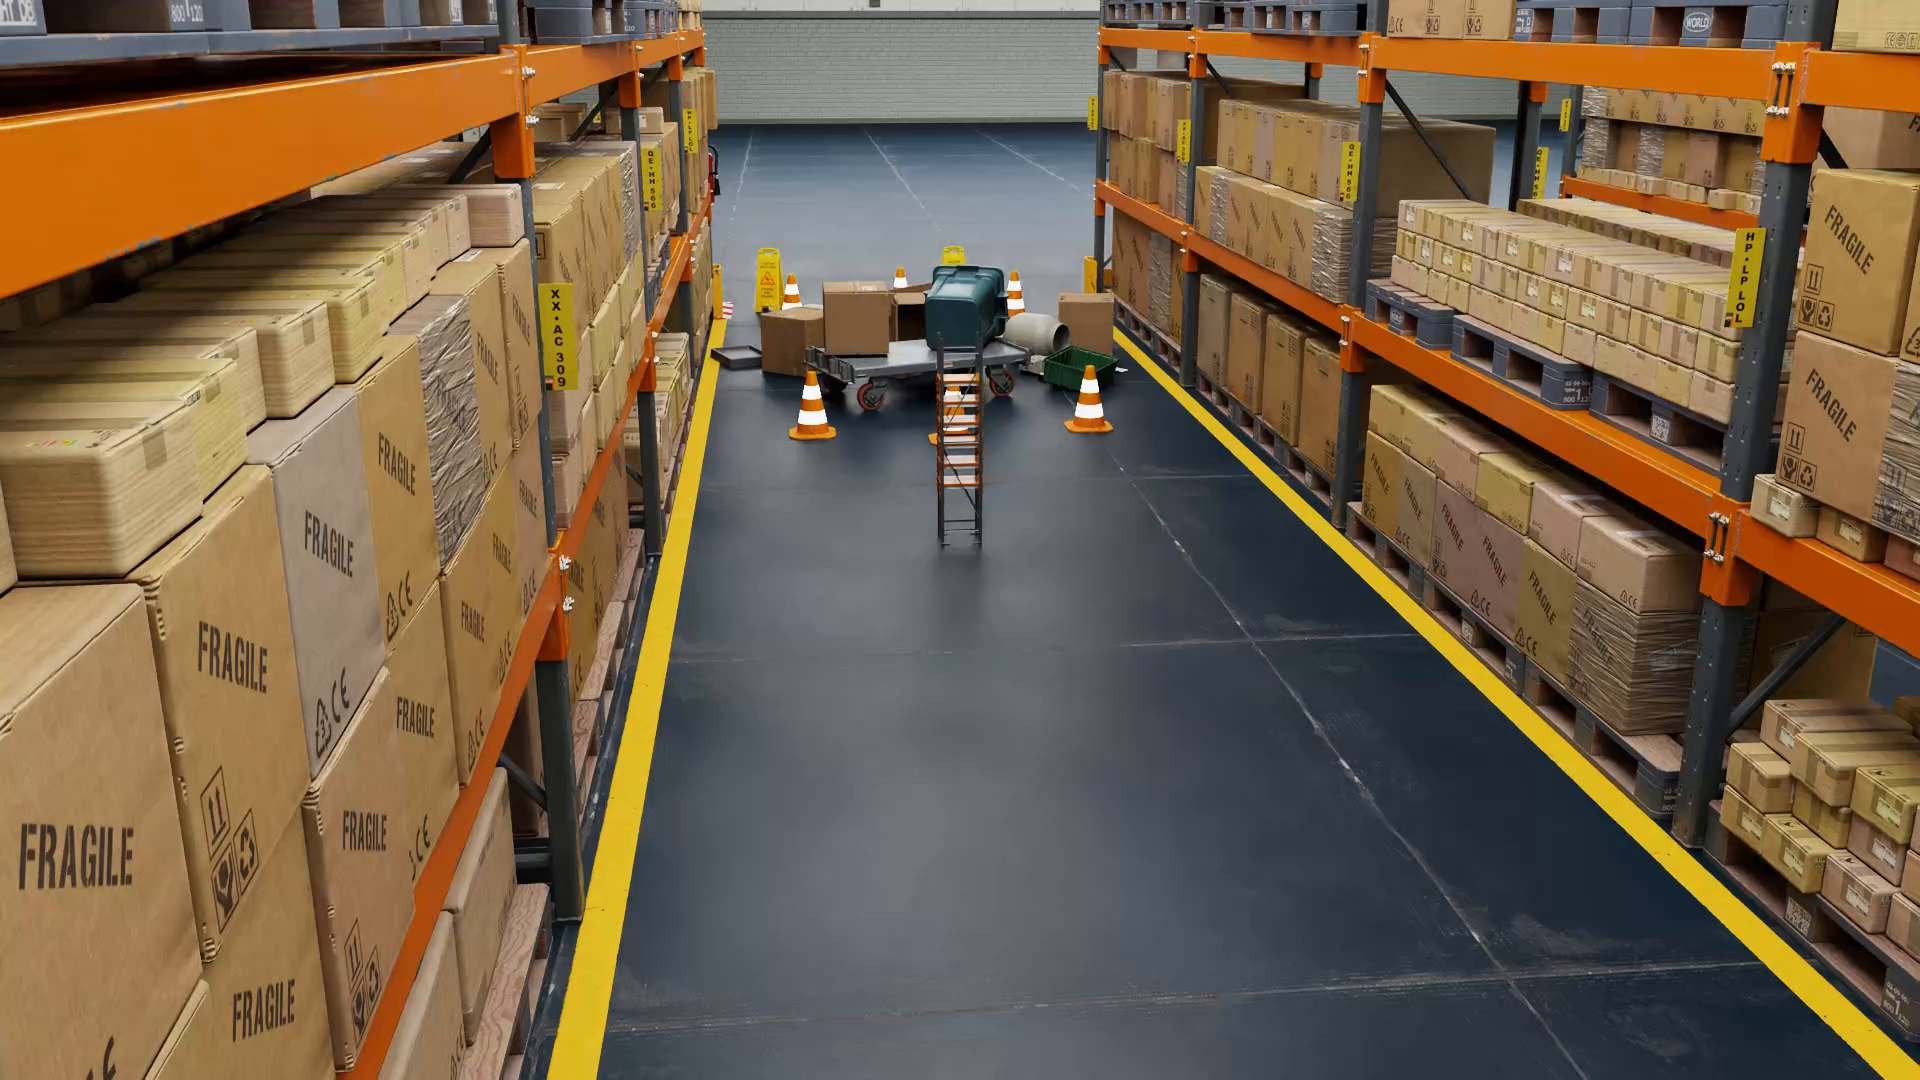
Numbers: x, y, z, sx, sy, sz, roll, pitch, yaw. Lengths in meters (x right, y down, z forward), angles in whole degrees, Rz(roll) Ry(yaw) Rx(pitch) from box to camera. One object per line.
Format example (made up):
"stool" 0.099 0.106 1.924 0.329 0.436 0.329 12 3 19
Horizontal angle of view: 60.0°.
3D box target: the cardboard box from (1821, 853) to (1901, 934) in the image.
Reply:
"cardboard box" 2.964 1.100 5.224 0.380 0.149 0.250 -2 18 -6

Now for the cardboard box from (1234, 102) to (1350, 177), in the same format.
"cardboard box" 2.429 -2.937 12.190 0.700 0.500 0.500 -2 18 -7

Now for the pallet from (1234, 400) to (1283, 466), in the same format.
"pallet" 2.600 -0.791 11.845 1.003 0.211 1.213 -2 18 -6

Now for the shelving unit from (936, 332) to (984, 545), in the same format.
"shelving unit" -0.002 -0.577 9.511 0.258 1.200 0.189 -2 18 -6

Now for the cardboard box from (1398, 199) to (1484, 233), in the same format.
"cardboard box" 2.585 -1.741 8.941 0.380 0.149 0.250 -2 18 -6

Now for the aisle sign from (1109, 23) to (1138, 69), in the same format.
"aisle sign" 1.598 -5.158 16.757 0.394 0.787 0.004 -2 18 -6

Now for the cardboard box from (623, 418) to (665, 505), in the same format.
"cardboard box" -2.232 -0.454 9.802 0.950 0.372 0.625 -3 18 -9

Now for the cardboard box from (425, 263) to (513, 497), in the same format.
"cardboard box" -1.404 -0.388 4.070 0.500 0.500 0.500 -2 18 -6

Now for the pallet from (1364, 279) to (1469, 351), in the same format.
"pallet" 2.909 -1.221 8.880 1.213 0.211 1.003 -2 18 -6

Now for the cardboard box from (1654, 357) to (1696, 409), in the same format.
"cardboard box" 2.876 -0.600 6.299 0.380 0.149 0.250 -2 18 -5

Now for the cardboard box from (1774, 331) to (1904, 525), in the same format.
"cardboard box" 2.942 -0.364 5.167 0.500 0.500 0.500 -2 18 -7

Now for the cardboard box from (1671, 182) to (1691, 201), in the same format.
"cardboard box" 6.806 -3.219 15.343 0.380 0.149 0.250 -2 18 -6

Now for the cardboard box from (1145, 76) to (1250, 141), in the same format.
"cardboard box" 2.159 -3.894 15.021 0.875 0.550 0.500 -2 18 -6

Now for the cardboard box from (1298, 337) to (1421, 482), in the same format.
"cardboard box" 2.756 -0.833 10.378 1.050 0.750 0.750 -2 18 -6

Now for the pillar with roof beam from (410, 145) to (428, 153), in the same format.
"pillar with roof beam" -6.345 -11.691 31.891 9.100 9.000 0.400 -2 18 -6

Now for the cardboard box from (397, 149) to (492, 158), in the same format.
"cardboard box" -2.316 -1.562 7.807 0.500 0.500 0.500 -2 18 -5

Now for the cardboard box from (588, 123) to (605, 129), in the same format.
"cardboard box" -2.834 -2.772 12.134 0.500 0.500 0.500 -1 17 -4

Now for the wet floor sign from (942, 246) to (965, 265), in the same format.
"wet floor sign" -0.068 -2.730 17.294 0.267 0.644 0.232 -5 18 -15

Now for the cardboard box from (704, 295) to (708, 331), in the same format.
"cardboard box" -2.553 -2.068 15.146 0.500 0.250 0.500 -2 18 -8

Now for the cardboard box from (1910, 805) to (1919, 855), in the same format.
"cardboard box" 3.065 0.890 4.901 0.380 0.149 0.250 -2 18 -7

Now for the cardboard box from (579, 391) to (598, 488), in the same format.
"cardboard box" -1.609 -0.369 6.095 0.500 0.250 0.500 -2 18 -7

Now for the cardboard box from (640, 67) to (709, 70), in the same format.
"cardboard box" -2.739 -4.244 15.853 0.700 0.500 0.500 -2 18 -7

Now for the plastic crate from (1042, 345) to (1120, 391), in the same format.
"plastic crate" 0.996 -1.411 13.761 0.450 0.188 0.662 18 23 19

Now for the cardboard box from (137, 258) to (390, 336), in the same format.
"cardboard box" -1.314 -0.444 3.164 0.380 0.149 0.250 -2 18 -6

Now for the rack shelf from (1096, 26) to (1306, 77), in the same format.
"rack shelf" 2.110 -4.397 14.869 1.077 0.370 4.000 -2 18 -6

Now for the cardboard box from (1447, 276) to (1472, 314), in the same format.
"cardboard box" 2.660 -1.222 8.280 0.380 0.149 0.250 -1 17 -3

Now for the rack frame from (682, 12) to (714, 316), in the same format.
"rack frame" -3.009 -3.722 16.526 1.000 3.000 0.127 -2 18 -6

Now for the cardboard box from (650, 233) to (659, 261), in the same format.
"cardboard box" -2.019 -1.773 10.034 0.380 0.149 0.250 -2 18 -5

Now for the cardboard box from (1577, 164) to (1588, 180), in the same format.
"cardboard box" 6.640 -3.816 17.245 0.380 0.149 0.250 -2 18 -6

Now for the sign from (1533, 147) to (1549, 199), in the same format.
"sign" 3.268 -2.056 9.418 0.100 0.325 0.005 -2 18 -6

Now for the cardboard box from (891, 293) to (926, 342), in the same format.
"cardboard box" -0.205 -1.873 14.575 0.797 0.637 0.503 -2 18 -6

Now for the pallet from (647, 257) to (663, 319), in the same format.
"pallet" -2.364 -1.456 9.628 1.213 0.211 1.003 -2 18 -6

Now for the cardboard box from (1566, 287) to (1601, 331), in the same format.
"cardboard box" 2.795 -0.976 7.001 0.380 0.149 0.250 -3 18 -8

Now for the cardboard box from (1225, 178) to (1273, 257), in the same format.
"cardboard box" 2.205 -2.297 11.818 0.500 0.500 0.500 -2 18 -6

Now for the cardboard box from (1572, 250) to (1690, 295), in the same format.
"cardboard box" 2.804 -1.117 6.951 0.380 0.149 0.250 -2 18 -7

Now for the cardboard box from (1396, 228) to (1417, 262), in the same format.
"cardboard box" 2.579 -1.594 8.969 0.380 0.149 0.250 -1 17 -3

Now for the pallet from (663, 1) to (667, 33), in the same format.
"pallet" -2.529 -3.376 10.728 1.213 0.211 1.003 -2 18 -6

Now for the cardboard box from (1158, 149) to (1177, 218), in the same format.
"cardboard box" 2.187 -3.058 14.159 0.875 0.550 0.550 -2 18 -6

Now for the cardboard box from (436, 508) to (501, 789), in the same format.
"cardboard box" -1.344 0.238 3.744 0.500 0.500 0.500 -2 18 -6

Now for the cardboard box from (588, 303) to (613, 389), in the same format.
"cardboard box" -1.644 -0.760 6.504 0.500 0.250 0.500 -2 17 -5

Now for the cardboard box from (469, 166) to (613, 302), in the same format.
"cardboard box" -1.720 -1.266 6.865 0.500 0.500 0.500 -2 18 -7

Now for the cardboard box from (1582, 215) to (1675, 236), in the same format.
"cardboard box" 3.318 -1.522 8.242 0.380 0.149 0.250 -1 17 -4

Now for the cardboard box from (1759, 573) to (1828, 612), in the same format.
"cardboard box" 3.328 0.076 6.647 0.500 0.250 0.500 -3 18 -8

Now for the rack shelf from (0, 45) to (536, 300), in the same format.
"rack shelf" -1.565 -0.639 2.898 1.077 0.370 4.000 -2 18 -6

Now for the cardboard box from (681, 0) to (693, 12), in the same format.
"cardboard box" -2.471 -4.475 13.668 0.500 0.250 0.500 -2 18 -5

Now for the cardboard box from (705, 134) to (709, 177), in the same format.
"cardboard box" -2.679 -3.759 15.978 0.500 0.500 0.500 -2 18 -7

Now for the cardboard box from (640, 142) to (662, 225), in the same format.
"cardboard box" -2.123 -2.183 10.258 0.500 0.500 0.500 -1 17 -5

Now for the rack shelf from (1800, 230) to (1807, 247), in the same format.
"rack shelf" 7.467 -1.898 11.915 1.077 0.370 4.000 -2 18 -6

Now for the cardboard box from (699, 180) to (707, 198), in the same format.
"cardboard box" -2.560 -3.273 15.513 0.380 0.149 0.250 -1 17 -5

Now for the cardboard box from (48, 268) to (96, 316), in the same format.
"cardboard box" -1.859 -0.425 3.104 0.380 0.149 0.250 -2 18 -5

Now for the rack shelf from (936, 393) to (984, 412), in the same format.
"rack shelf" -0.002 -0.763 9.453 0.258 0.103 0.180 -2 18 -6

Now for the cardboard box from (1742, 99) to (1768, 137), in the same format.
"cardboard box" 6.940 -3.629 13.896 0.500 0.500 0.500 -2 18 -6

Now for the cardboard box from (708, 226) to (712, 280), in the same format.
"cardboard box" -2.667 -2.738 16.028 0.500 0.500 0.500 -2 18 -5

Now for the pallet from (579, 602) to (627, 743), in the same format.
"pallet" -2.055 0.591 7.441 1.003 0.211 1.213 -2 18 -6
